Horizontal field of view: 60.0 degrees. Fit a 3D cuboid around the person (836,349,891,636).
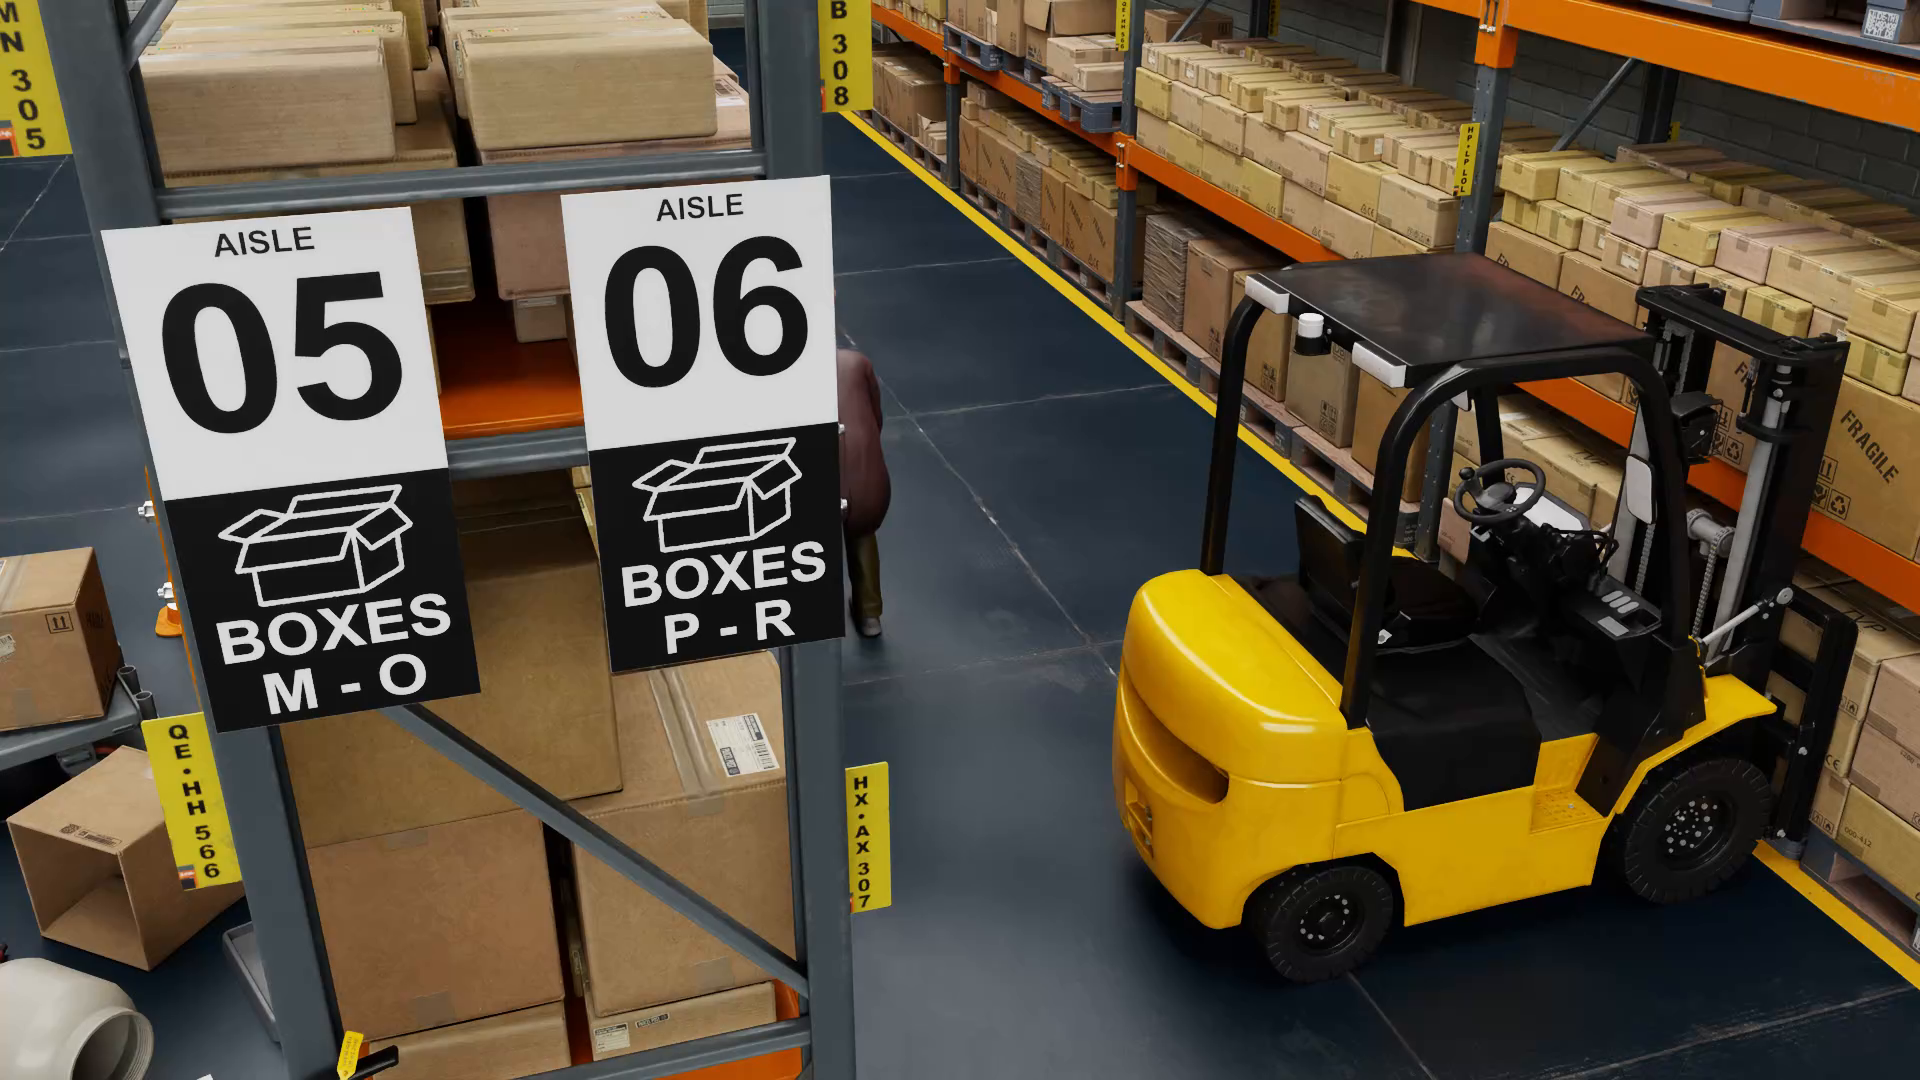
[{"bbox_3d":[-0.621,-0.275,7.538,0.630,1.482,0.681,-9,27,-17],"label":"person"}]
